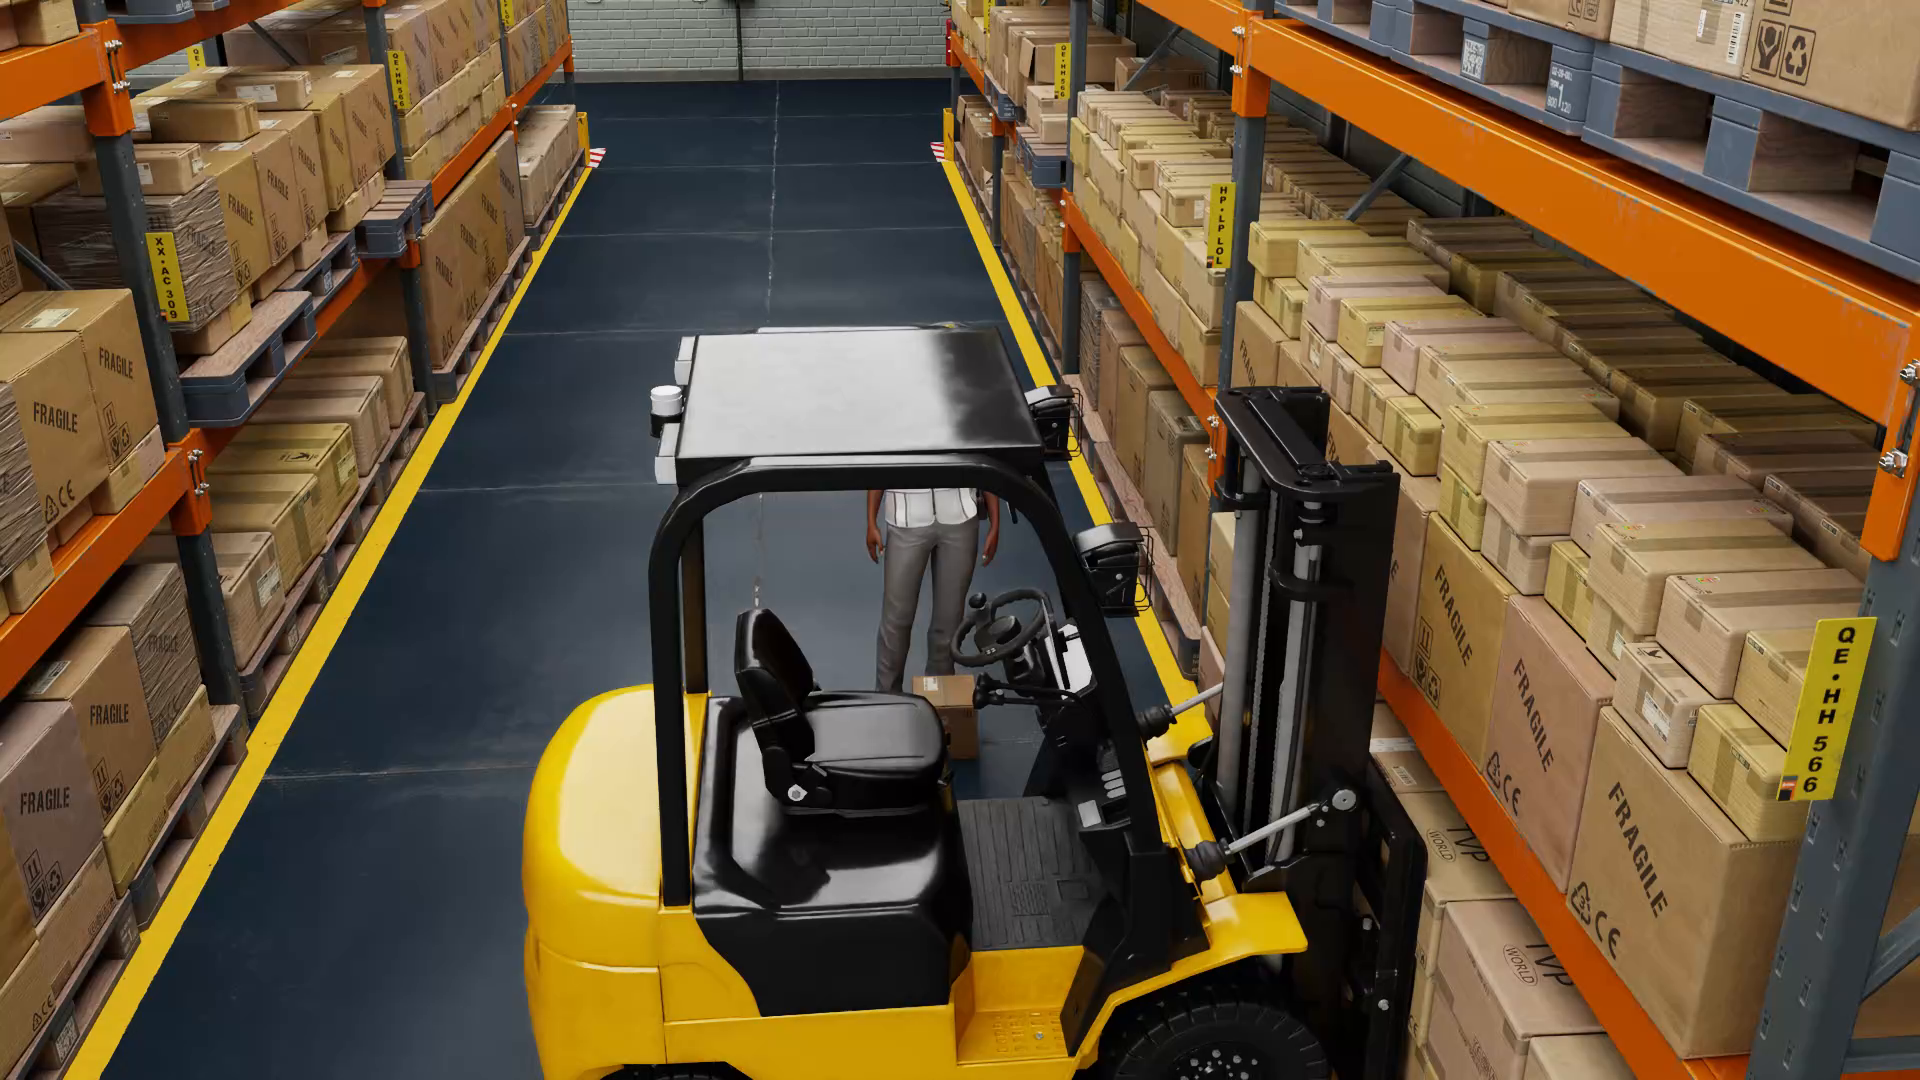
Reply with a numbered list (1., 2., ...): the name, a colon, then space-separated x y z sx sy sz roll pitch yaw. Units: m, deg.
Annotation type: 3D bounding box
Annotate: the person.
1. person: -0.117 -0.031 6.606 0.569 1.696 0.528 -2 24 -5
